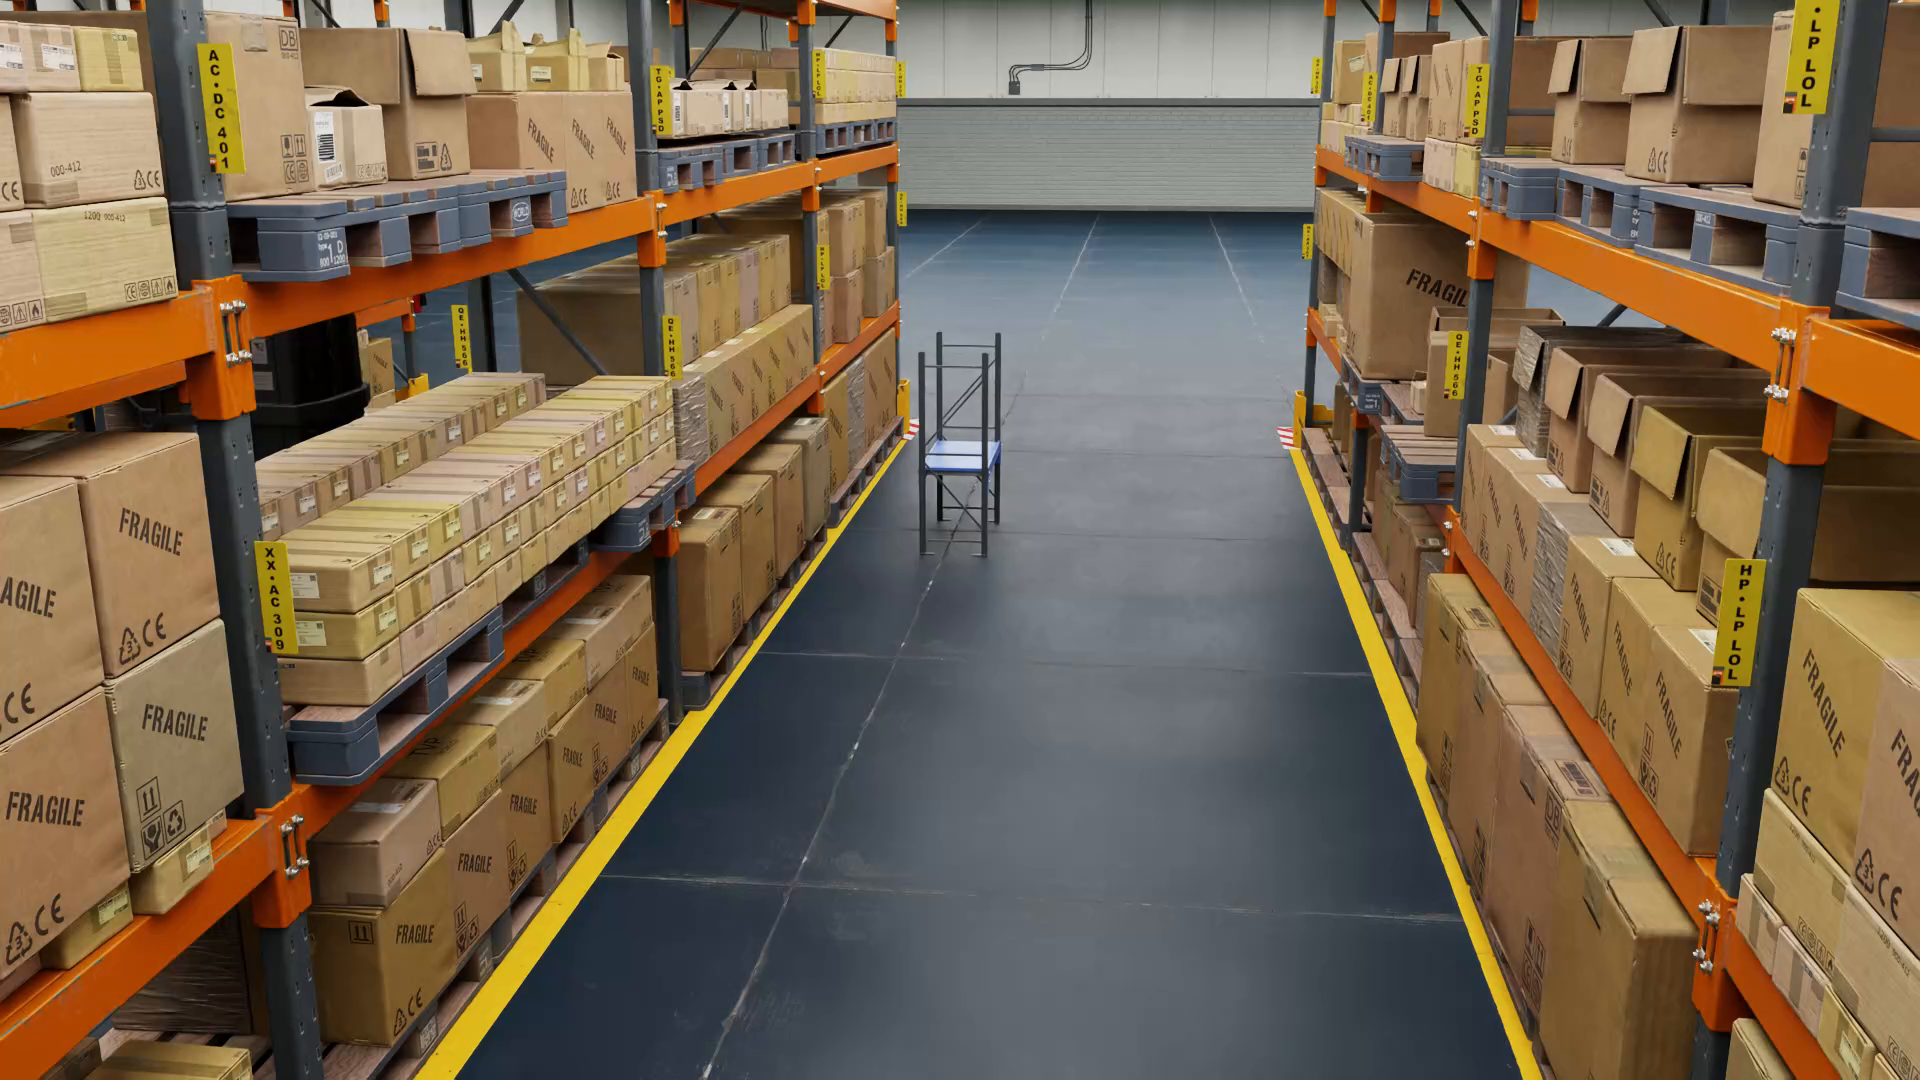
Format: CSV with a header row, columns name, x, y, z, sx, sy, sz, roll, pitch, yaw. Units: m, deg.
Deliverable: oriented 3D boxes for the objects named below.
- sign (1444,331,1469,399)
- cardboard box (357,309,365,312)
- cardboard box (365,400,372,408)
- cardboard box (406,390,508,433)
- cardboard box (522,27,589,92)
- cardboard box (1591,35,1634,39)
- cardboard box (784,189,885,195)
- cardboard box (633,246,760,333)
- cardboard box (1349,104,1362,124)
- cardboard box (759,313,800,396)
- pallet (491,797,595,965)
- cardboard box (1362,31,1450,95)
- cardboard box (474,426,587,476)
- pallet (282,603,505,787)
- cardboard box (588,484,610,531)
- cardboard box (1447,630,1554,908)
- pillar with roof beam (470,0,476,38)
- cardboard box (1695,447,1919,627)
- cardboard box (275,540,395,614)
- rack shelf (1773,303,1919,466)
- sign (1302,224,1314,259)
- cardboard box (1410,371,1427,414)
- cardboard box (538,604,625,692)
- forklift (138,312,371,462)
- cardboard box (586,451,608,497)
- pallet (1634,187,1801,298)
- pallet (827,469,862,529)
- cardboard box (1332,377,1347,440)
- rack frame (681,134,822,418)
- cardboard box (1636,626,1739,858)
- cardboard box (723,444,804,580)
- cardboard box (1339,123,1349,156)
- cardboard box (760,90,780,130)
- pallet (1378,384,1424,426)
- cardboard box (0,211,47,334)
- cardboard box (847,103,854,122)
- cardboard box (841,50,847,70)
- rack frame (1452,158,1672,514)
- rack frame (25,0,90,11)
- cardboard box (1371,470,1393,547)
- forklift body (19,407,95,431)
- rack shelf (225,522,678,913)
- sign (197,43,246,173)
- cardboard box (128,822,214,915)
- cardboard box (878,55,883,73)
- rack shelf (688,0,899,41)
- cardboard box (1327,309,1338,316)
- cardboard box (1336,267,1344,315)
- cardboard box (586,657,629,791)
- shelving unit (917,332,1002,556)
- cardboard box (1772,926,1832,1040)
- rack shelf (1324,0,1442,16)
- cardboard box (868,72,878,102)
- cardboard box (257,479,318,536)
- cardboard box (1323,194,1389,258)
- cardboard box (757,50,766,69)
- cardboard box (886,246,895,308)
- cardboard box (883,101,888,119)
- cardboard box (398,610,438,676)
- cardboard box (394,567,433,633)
name,x,y,z,sx,sy,sz,roll,pitch,yaw
sign,2.370,-0.833,7.930,0.100,0.325,0.005,2,15,6
cardboard box,-5.831,-2.239,15.675,0.380,0.149,0.250,2,15,7
cardboard box,-5.924,-1.189,15.777,0.500,0.250,0.500,2,15,6
cardboard box,-2.311,-0.592,7.643,0.380,0.149,0.250,2,15,6
cardboard box,-1.837,-2.091,7.243,0.396,0.266,0.258,2,15,6
cardboard box,3.219,-2.151,7.974,0.500,0.500,0.500,2,15,7
cardboard box,-1.184,-3.045,15.819,0.875,0.550,0.550,2,15,6
cardboard box,-1.718,-1.646,10.896,0.700,0.500,0.500,2,15,7
cardboard box,3.255,-3.339,13.041,0.380,0.149,0.250,2,15,9
cardboard box,-1.405,-1.283,11.467,0.500,0.500,0.500,2,15,6
pallet,-2.236,1.393,7.105,1.003,0.211,1.213,2,15,6
cardboard box,3.159,-3.342,11.808,0.500,0.500,0.500,1,15,5
cardboard box,-1.754,-0.364,6.798,0.380,0.149,0.250,2,15,9
pallet,-2.227,0.465,5.563,1.003,0.211,1.213,2,15,6
cardboard box,-1.724,-0.146,7.131,0.380,0.149,0.250,1,15,4
cardboard box,2.704,0.933,6.729,1.225,0.875,0.875,2,15,6
pillar with roof beam,-5.631,-10.094,32.754,9.100,9.000,0.400,2,15,6
cardboard box,2.523,0.040,4.653,0.797,0.503,0.637,1,15,5
cardboard box,-1.956,0.109,5.049,0.380,0.149,0.250,2,15,9
rack shelf,2.234,0.157,1.968,1.077,0.370,4.000,2,15,6
sign,3.274,-2.808,15.640,0.100,0.325,0.005,2,15,6
cardboard box,2.830,-0.877,9.612,0.396,0.266,0.258,1,15,5
cardboard box,-1.869,0.487,7.661,0.500,0.250,0.500,2,15,7
forklift,-4.791,-1.045,10.913,3.031,2.935,1.130,2,15,9
cardboard box,-1.724,-0.288,7.086,0.380,0.149,0.250,2,15,6
pallet,2.514,-0.856,4.702,0.805,0.209,1.217,1,15,4
pallet,-1.391,-0.357,13.579,1.003,0.211,1.213,2,15,6
cardboard box,3.726,-1.208,15.368,0.500,0.500,0.500,5,16,17
rack frame,-1.555,-1.509,12.494,1.000,3.000,0.127,2,15,6
cardboard box,2.241,0.561,4.649,0.500,0.500,0.500,2,15,6
cardboard box,-1.648,-0.212,11.203,1.050,0.750,0.750,2,15,6
cardboard box,3.337,-3.234,13.418,0.500,0.250,0.500,2,15,8
cardboard box,-1.476,-2.808,10.846,0.500,0.250,0.500,2,15,6
pallet,3.093,-0.721,9.949,1.003,0.211,1.213,2,15,6
cardboard box,-2.313,-0.545,3.471,0.500,0.250,0.500,2,15,6
cardboard box,-1.063,-3.435,13.356,0.380,0.149,0.250,1,15,5
cardboard box,-1.091,-3.753,13.007,0.380,0.149,0.250,1,15,5
rack frame,2.911,-0.299,8.021,1.000,3.000,0.127,2,15,6
rack frame,-6.485,-4.524,12.154,1.000,3.000,0.127,2,15,6
cardboard box,3.271,-0.183,11.540,0.700,0.500,0.500,1,15,2
forklift body,-9.367,-1.856,15.404,2.313,2.155,1.214,2,15,6
rack shelf,-2.232,0.395,6.833,1.077,0.370,4.000,2,15,6
sign,-1.918,-1.117,4.310,0.100,0.325,0.005,2,15,6
cardboard box,-2.178,0.839,4.296,0.380,0.149,0.250,1,15,5
cardboard box,-0.891,-4.213,14.707,0.380,0.149,0.250,2,15,7
rack shelf,-1.329,-4.383,13.776,1.077,0.370,4.000,2,15,6
cardboard box,3.411,-1.927,14.522,0.380,0.149,0.250,2,15,6
cardboard box,3.687,-2.162,14.150,0.875,0.500,0.500,2,15,6
cardboard box,-1.883,0.846,7.772,0.500,0.500,0.500,2,15,9
shelving unit,0.010,-0.746,12.548,0.538,1.500,1.048,2,15,6
cardboard box,2.066,0.995,3.717,0.380,0.149,0.250,1,15,4
rack shelf,3.588,-4.402,13.087,1.077,0.370,4.000,2,15,6
cardboard box,-0.996,-3.921,14.391,0.500,0.250,0.500,2,15,6
cardboard box,-2.516,-0.117,5.885,0.380,0.149,0.250,2,15,6
cardboard box,3.362,-2.654,14.055,0.500,0.500,0.500,2,15,6
cardboard box,-1.744,-3.771,13.072,0.380,0.149,0.250,2,15,7
cardboard box,-1.100,-2.521,15.951,0.875,0.550,0.550,2,15,6
cardboard box,-0.862,-3.896,15.061,0.380,0.149,0.250,2,15,7
cardboard box,-1.931,0.324,5.393,0.380,0.149,0.250,2,15,7
cardboard box,-1.929,0.185,5.337,0.380,0.149,0.250,1,15,5
